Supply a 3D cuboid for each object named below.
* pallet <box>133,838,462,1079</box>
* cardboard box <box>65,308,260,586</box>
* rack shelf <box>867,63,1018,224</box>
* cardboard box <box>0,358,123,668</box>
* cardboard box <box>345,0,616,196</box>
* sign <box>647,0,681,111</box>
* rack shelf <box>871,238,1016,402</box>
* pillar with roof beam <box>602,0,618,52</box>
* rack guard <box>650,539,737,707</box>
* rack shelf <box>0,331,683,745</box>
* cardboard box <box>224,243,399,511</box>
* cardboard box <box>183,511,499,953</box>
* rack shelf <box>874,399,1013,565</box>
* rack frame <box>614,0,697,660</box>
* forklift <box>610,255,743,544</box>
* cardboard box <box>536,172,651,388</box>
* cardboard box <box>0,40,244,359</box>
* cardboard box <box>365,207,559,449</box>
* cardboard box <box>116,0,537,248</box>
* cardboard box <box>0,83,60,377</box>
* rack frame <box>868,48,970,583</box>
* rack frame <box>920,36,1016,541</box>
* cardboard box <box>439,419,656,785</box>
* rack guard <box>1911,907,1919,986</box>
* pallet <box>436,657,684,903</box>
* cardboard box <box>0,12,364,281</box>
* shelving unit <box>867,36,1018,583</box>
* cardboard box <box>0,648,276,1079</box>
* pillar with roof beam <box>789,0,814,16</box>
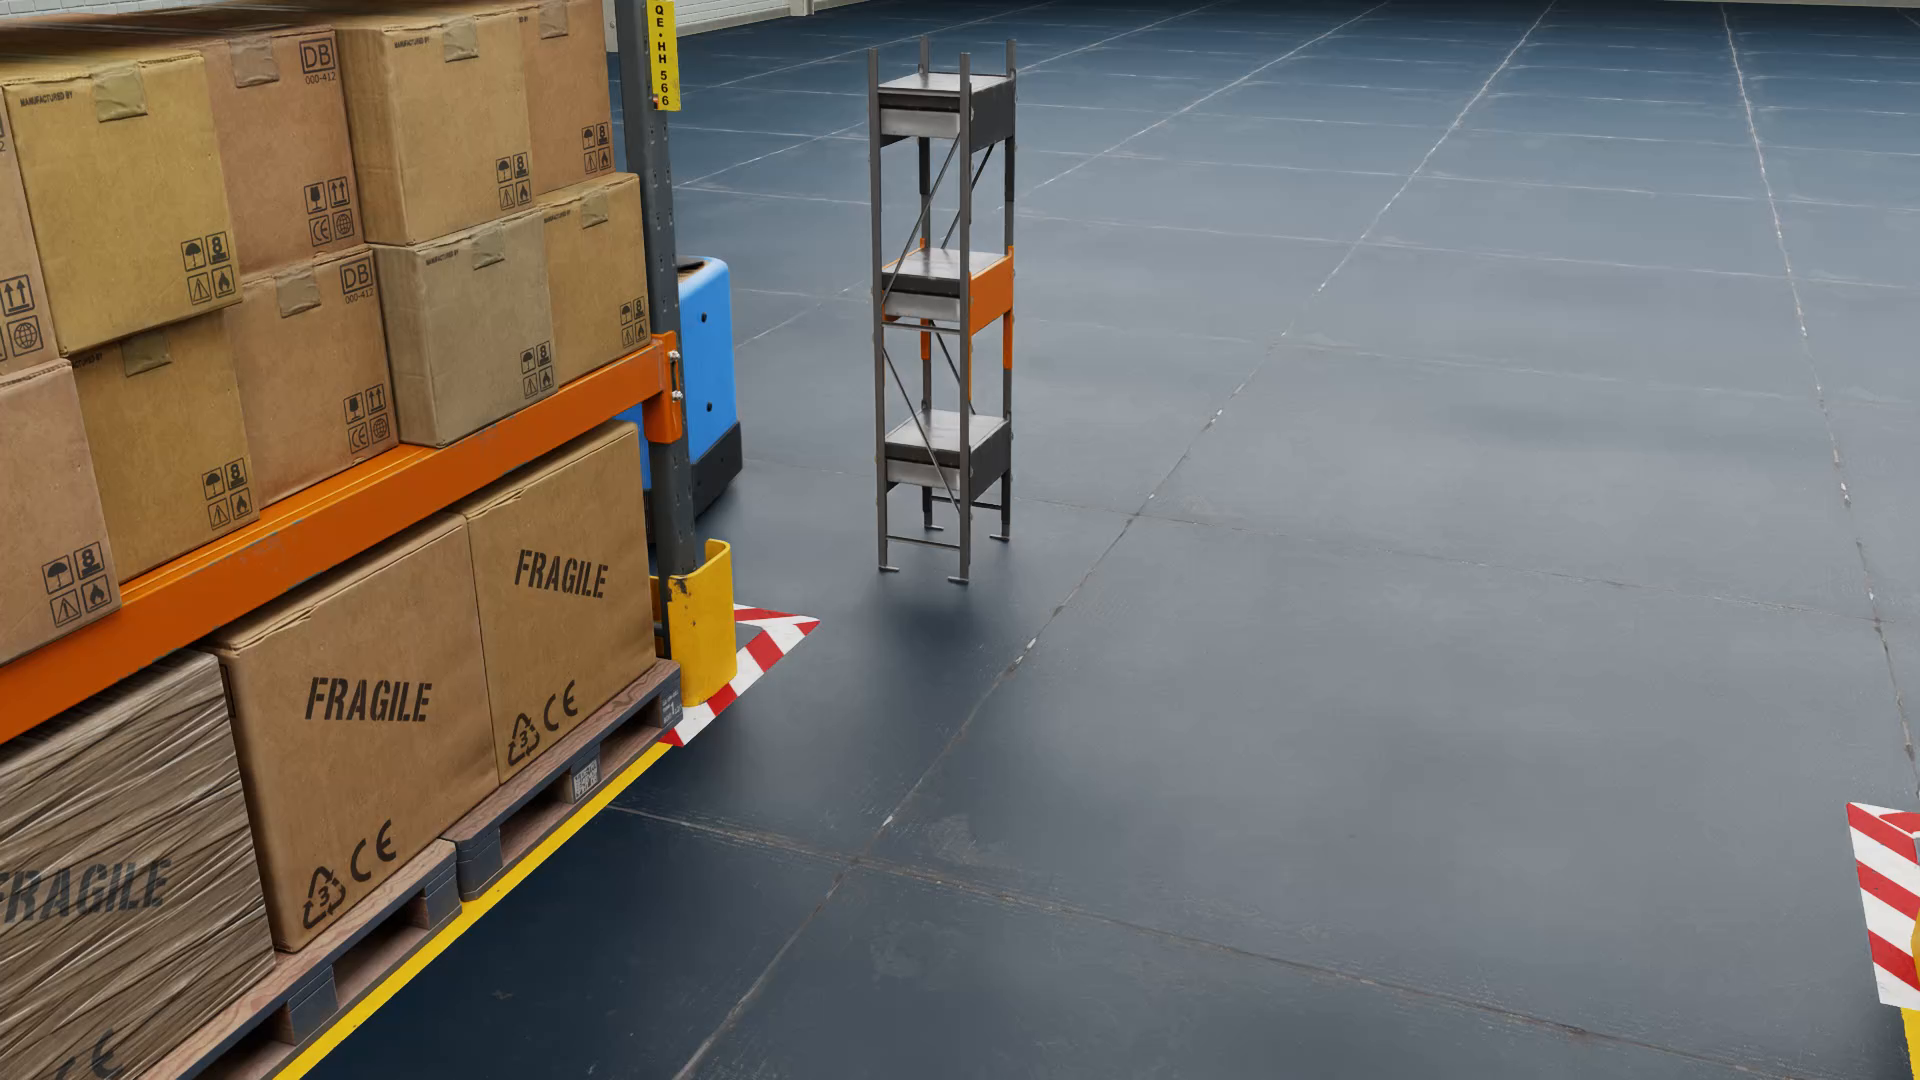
[{"bbox_3d":[-2.090,1.094,4.356,1.003,0.211,1.213,9,24,20],"label":"pallet"},{"bbox_3d":[-2.174,-0.277,3.826,0.875,0.550,0.500,9,24,20],"label":"cardboard box"},{"bbox_3d":[-0.062,-1.543,6.439,0.431,0.518,0.480,9,24,20],"label":"rack shelf"},{"bbox_3d":[-2.278,-0.073,3.338,0.875,0.550,0.550,9,24,20],"label":"cardboard box"},{"bbox_3d":[-1.585,-1.365,5.030,0.875,0.550,0.550,9,24,20],"label":"cardboard box"},{"bbox_3d":[-0.912,-1.486,5.105,0.100,0.325,0.005,9,24,20],"label":"sign"},{"bbox_3d":[-0.062,-0.897,6.709,0.431,0.518,0.480,9,24,20],"label":"rack shelf"},{"bbox_3d":[-1.067,-10.780,21.382,9.100,9.000,0.400,9,24,20],"label":"pillar with roof beam"},{"bbox_3d":[-1.402,0.220,6.074,1.175,0.500,0.348,9,24,20],"label":"rack guard"},{"bbox_3d":[-2.154,0.123,3.997,1.077,0.370,4.000,9,24,20],"label":"rack shelf"},{"bbox_3d":[-2.015,-0.472,4.294,0.875,0.550,0.550,9,24,20],"label":"cardboard box"},{"bbox_3d":[-1.926,0.429,4.542,0.875,0.875,0.875,8,24,19],"label":"cardboard box"},{"bbox_3d":[-0.061,-0.251,6.979,0.431,0.518,0.480,9,24,20],"label":"rack shelf"},{"bbox_3d":[-1.411,-0.925,5.572,1.000,3.000,0.127,9,24,20],"label":"rack frame"},{"bbox_3d":[-2.600,-1.576,7.220,3.031,2.935,1.130,4,23,11],"label":"forklift"},{"bbox_3d":[-1.507,-0.855,5.210,0.875,0.550,0.550,9,24,20],"label":"cardboard box"},{"bbox_3d":[-2.114,-0.766,3.596,0.875,0.550,0.500,9,24,20],"label":"cardboard box"},{"bbox_3d":[-1.691,-0.655,4.731,0.875,0.550,0.550,9,24,20],"label":"cardboard box"},{"bbox_3d":[-1.703,-1.155,4.528,0.875,0.550,0.550,9,24,20],"label":"cardboard box"},{"bbox_3d":[-2.303,-0.575,3.139,0.875,0.550,0.550,9,24,20],"label":"cardboard box"},{"bbox_3d":[-0.152,-0.822,6.494,0.400,2.100,0.015,9,24,20],"label":"rack frame"},{"bbox_3d":[0.029,-0.997,6.913,0.400,2.100,0.015,9,24,20],"label":"rack frame"},{"bbox_3d":[-1.601,0.114,5.297,0.875,0.875,0.875,9,24,20],"label":"cardboard box"},{"bbox_3d":[3.129,1.002,4.202,1.175,0.500,0.348,9,24,20],"label":"rack guard"},{"bbox_3d":[-1.635,0.659,5.398,1.003,0.211,1.213,9,24,20],"label":"pallet"},{"bbox_3d":[-2.037,-0.974,4.094,0.875,0.550,0.550,9,24,20],"label":"cardboard box"},{"bbox_3d":[-0.062,-0.910,6.703,0.431,2.100,0.503,9,24,20],"label":"shelving unit"},{"bbox_3d":[-2.267,0.755,3.762,0.875,0.875,0.875,9,24,20],"label":"cardboard box"},{"bbox_3d":[1.162,-12.927,26.522,9.100,9.000,0.400,9,24,20],"label":"pillar with roof beam"}]
